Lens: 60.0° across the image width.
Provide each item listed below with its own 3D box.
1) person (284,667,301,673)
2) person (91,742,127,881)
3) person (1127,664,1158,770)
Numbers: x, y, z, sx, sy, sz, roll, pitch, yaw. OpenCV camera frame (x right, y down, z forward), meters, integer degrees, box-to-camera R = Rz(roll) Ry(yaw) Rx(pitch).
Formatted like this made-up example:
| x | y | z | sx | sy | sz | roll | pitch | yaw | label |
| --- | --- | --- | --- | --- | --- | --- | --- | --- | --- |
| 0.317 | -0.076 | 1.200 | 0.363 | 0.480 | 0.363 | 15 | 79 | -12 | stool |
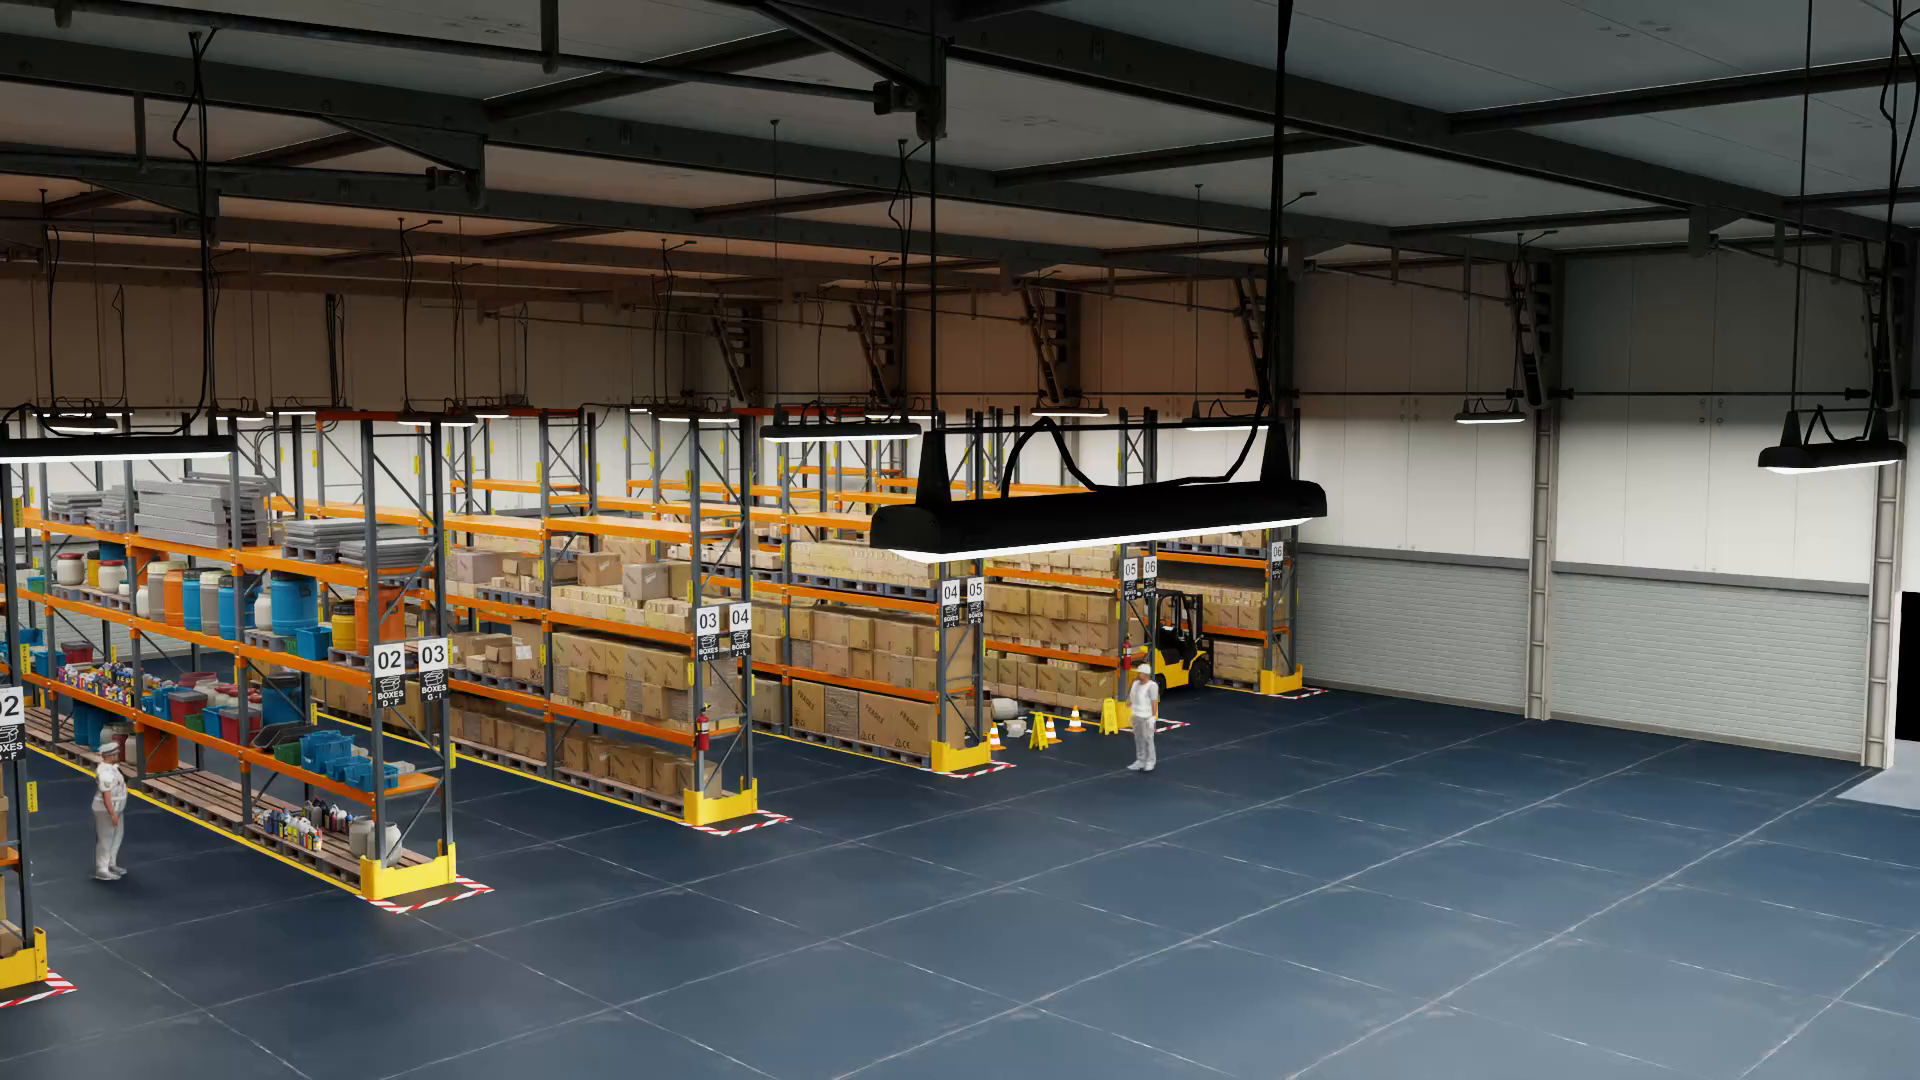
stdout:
| x | y | z | sx | sy | sz | roll | pitch | yaw | label |
| --- | --- | --- | --- | --- | --- | --- | --- | --- | --- |
| -12.273 | 2.814 | 30.699 | 0.457 | 1.605 | 0.929 | -4 | 7 | -41 | person |
| -11.111 | 3.529 | 21.723 | 0.408 | 1.781 | 0.567 | -1 | 5 | -10 | person |
| 3.071 | 2.971 | 27.917 | 0.387 | 1.801 | 0.653 | -5 | 7 | -42 | person |
